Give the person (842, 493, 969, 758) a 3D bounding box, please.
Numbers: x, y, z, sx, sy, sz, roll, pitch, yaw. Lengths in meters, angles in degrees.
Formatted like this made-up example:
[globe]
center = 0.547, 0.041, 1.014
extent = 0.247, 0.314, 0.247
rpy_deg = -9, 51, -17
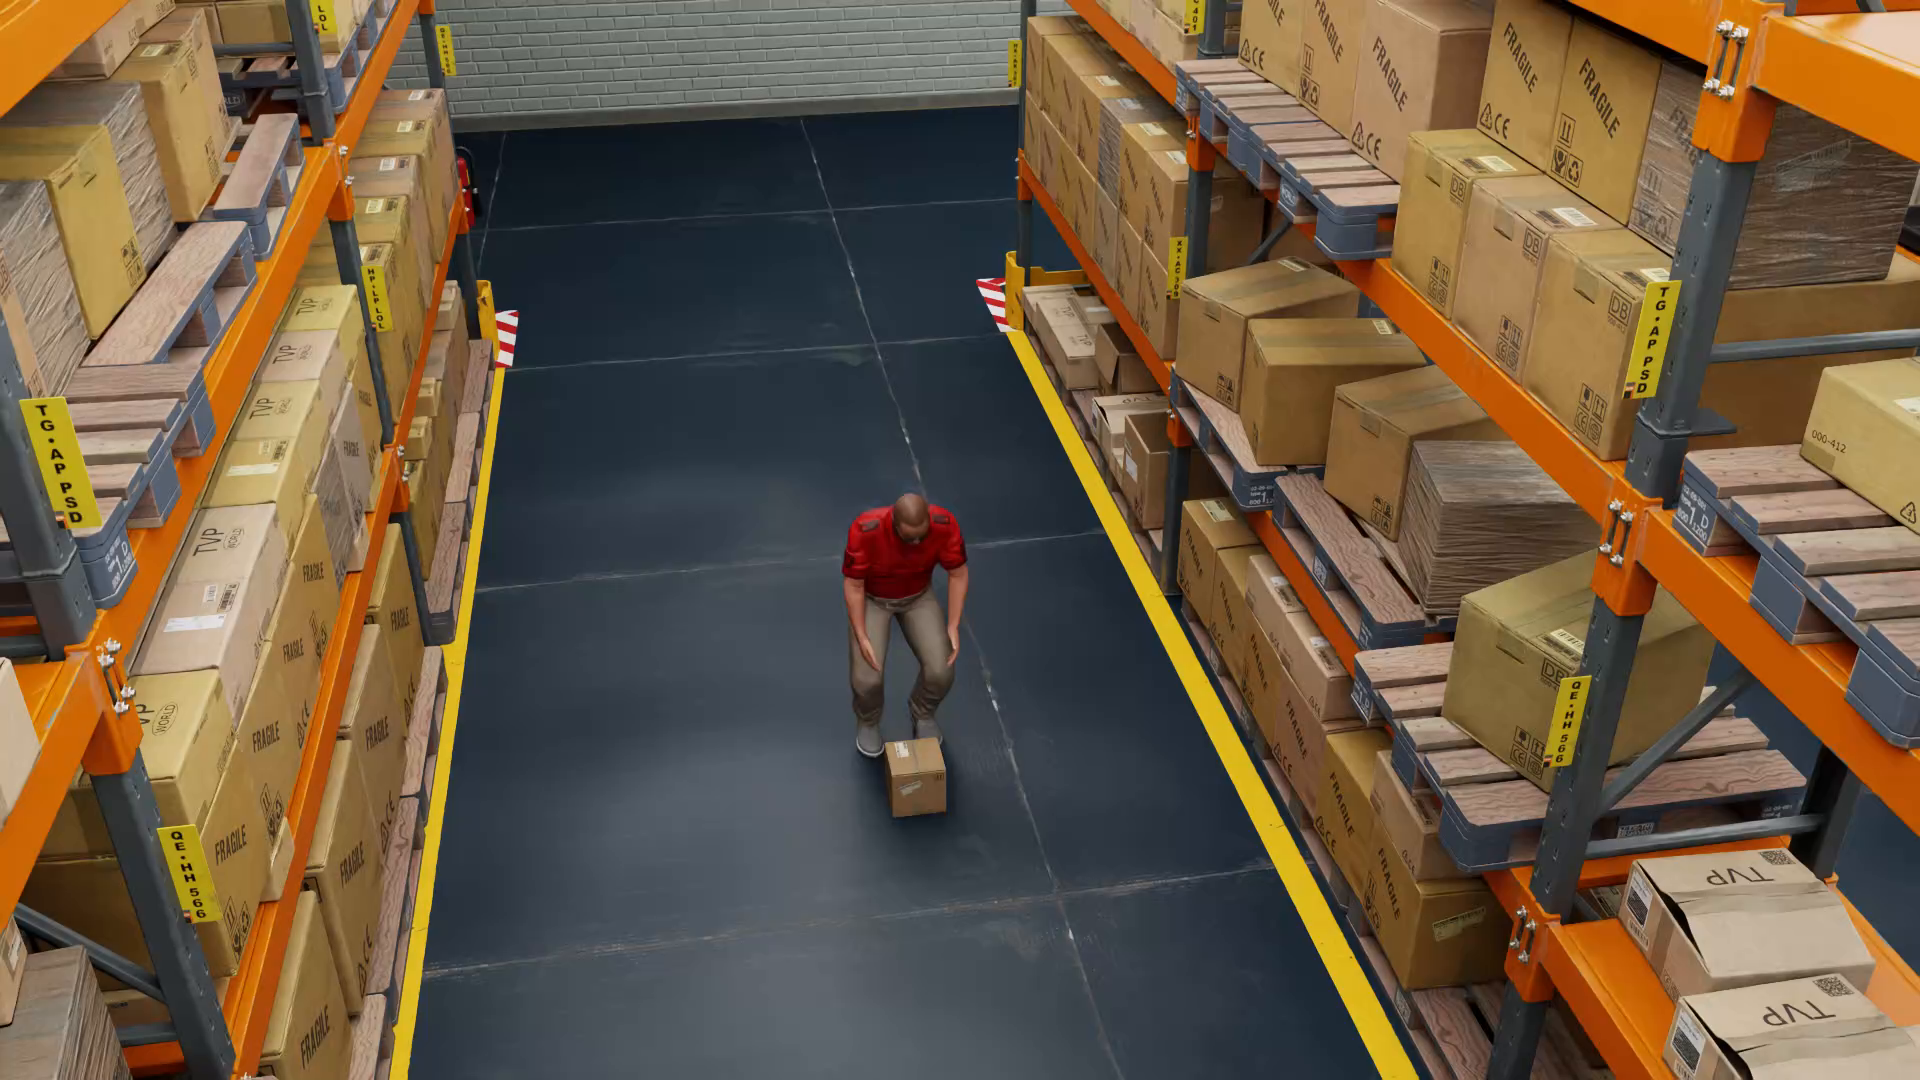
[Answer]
[person]
center = -0.260, 0.338, 7.822
extent = 0.587, 1.494, 0.644
rpy_deg = -5, 31, -9
